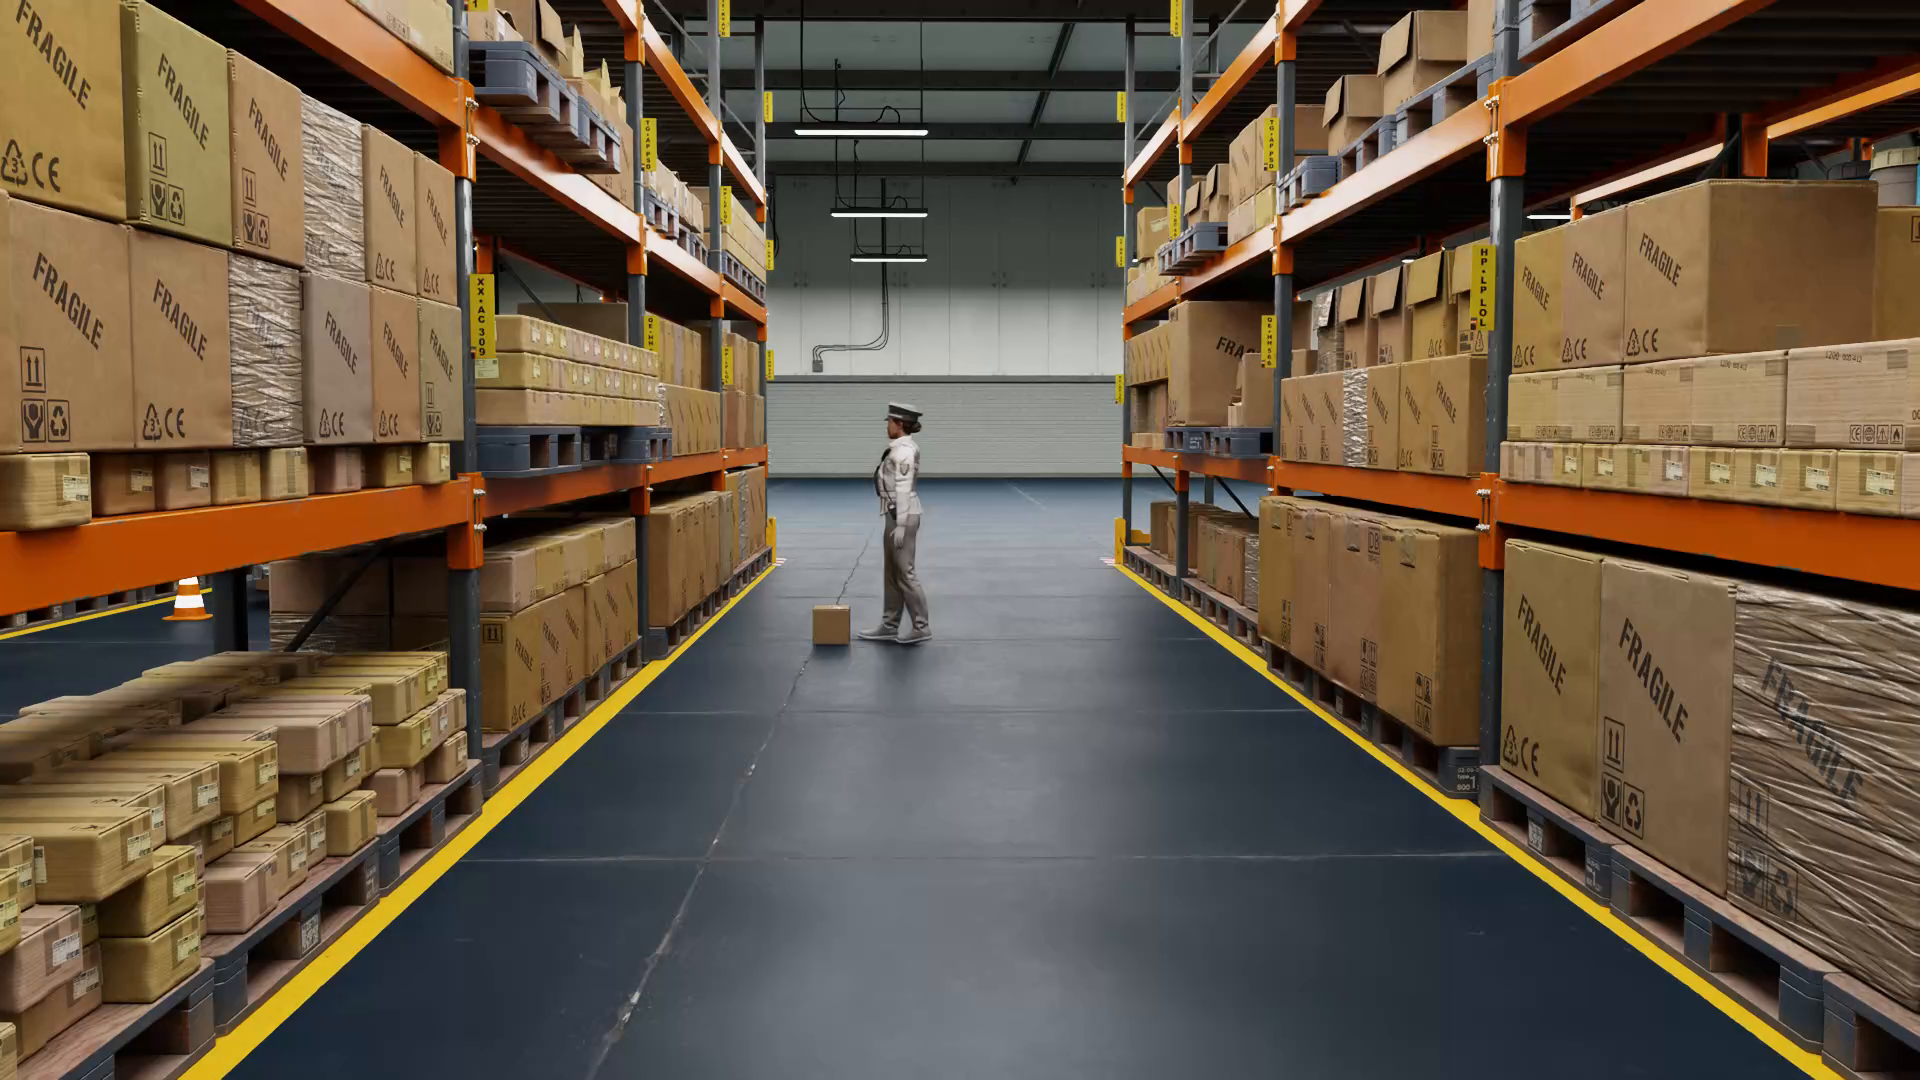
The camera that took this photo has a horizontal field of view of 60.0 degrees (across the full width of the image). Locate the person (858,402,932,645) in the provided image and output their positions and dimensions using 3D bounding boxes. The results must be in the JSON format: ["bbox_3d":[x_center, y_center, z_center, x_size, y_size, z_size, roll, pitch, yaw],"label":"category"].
[{"bbox_3d":[-0.461,-0.123,11.624,0.541,1.687,0.495,0,4,4],"label":"person"}]
